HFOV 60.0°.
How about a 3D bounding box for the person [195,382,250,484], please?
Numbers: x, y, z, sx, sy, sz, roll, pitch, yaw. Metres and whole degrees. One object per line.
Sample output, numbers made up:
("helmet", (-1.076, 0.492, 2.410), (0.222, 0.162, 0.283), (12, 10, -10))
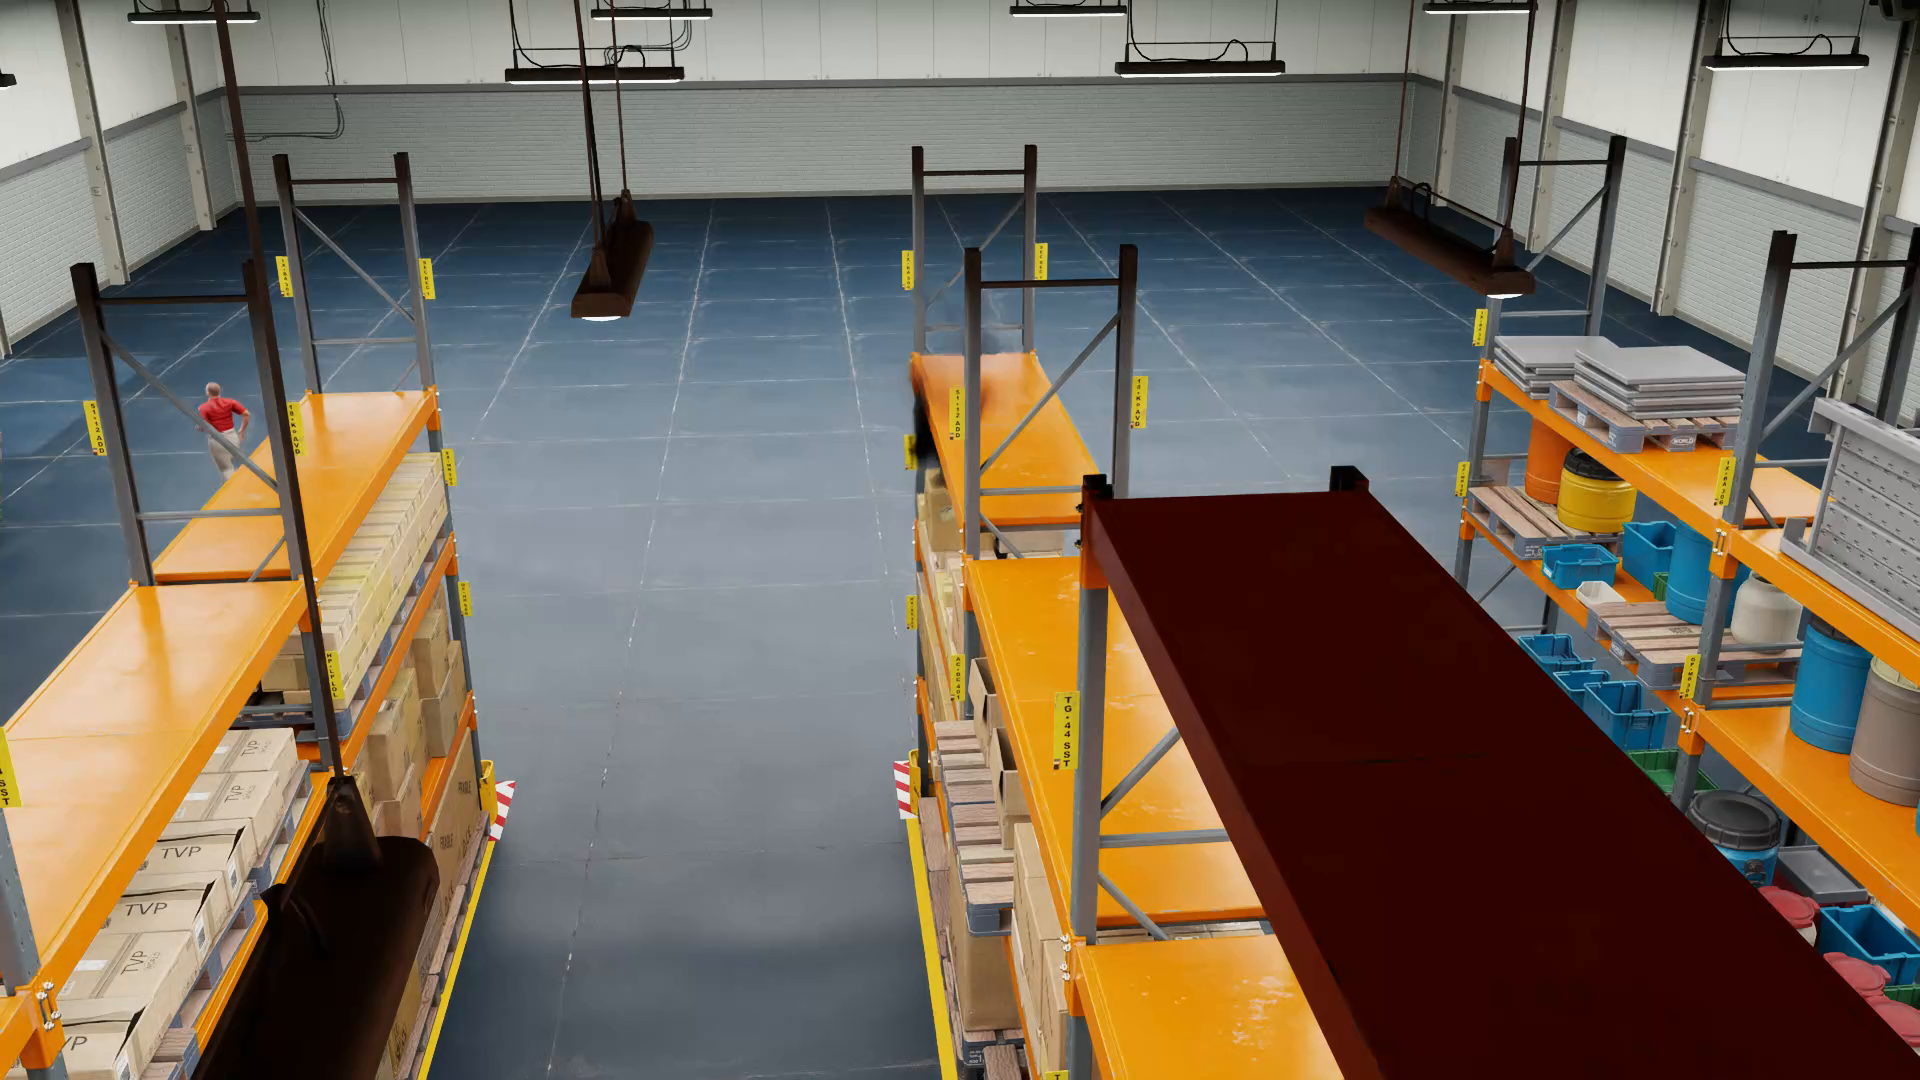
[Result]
("person", (-9.966, -1.266, 22.517), (0.851, 1.773, 0.650), (13, 25, 30))

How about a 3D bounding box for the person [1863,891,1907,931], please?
("person", (6.771, 2.797, 12.207), (0.697, 1.743, 0.768), (-4, 22, -11))
